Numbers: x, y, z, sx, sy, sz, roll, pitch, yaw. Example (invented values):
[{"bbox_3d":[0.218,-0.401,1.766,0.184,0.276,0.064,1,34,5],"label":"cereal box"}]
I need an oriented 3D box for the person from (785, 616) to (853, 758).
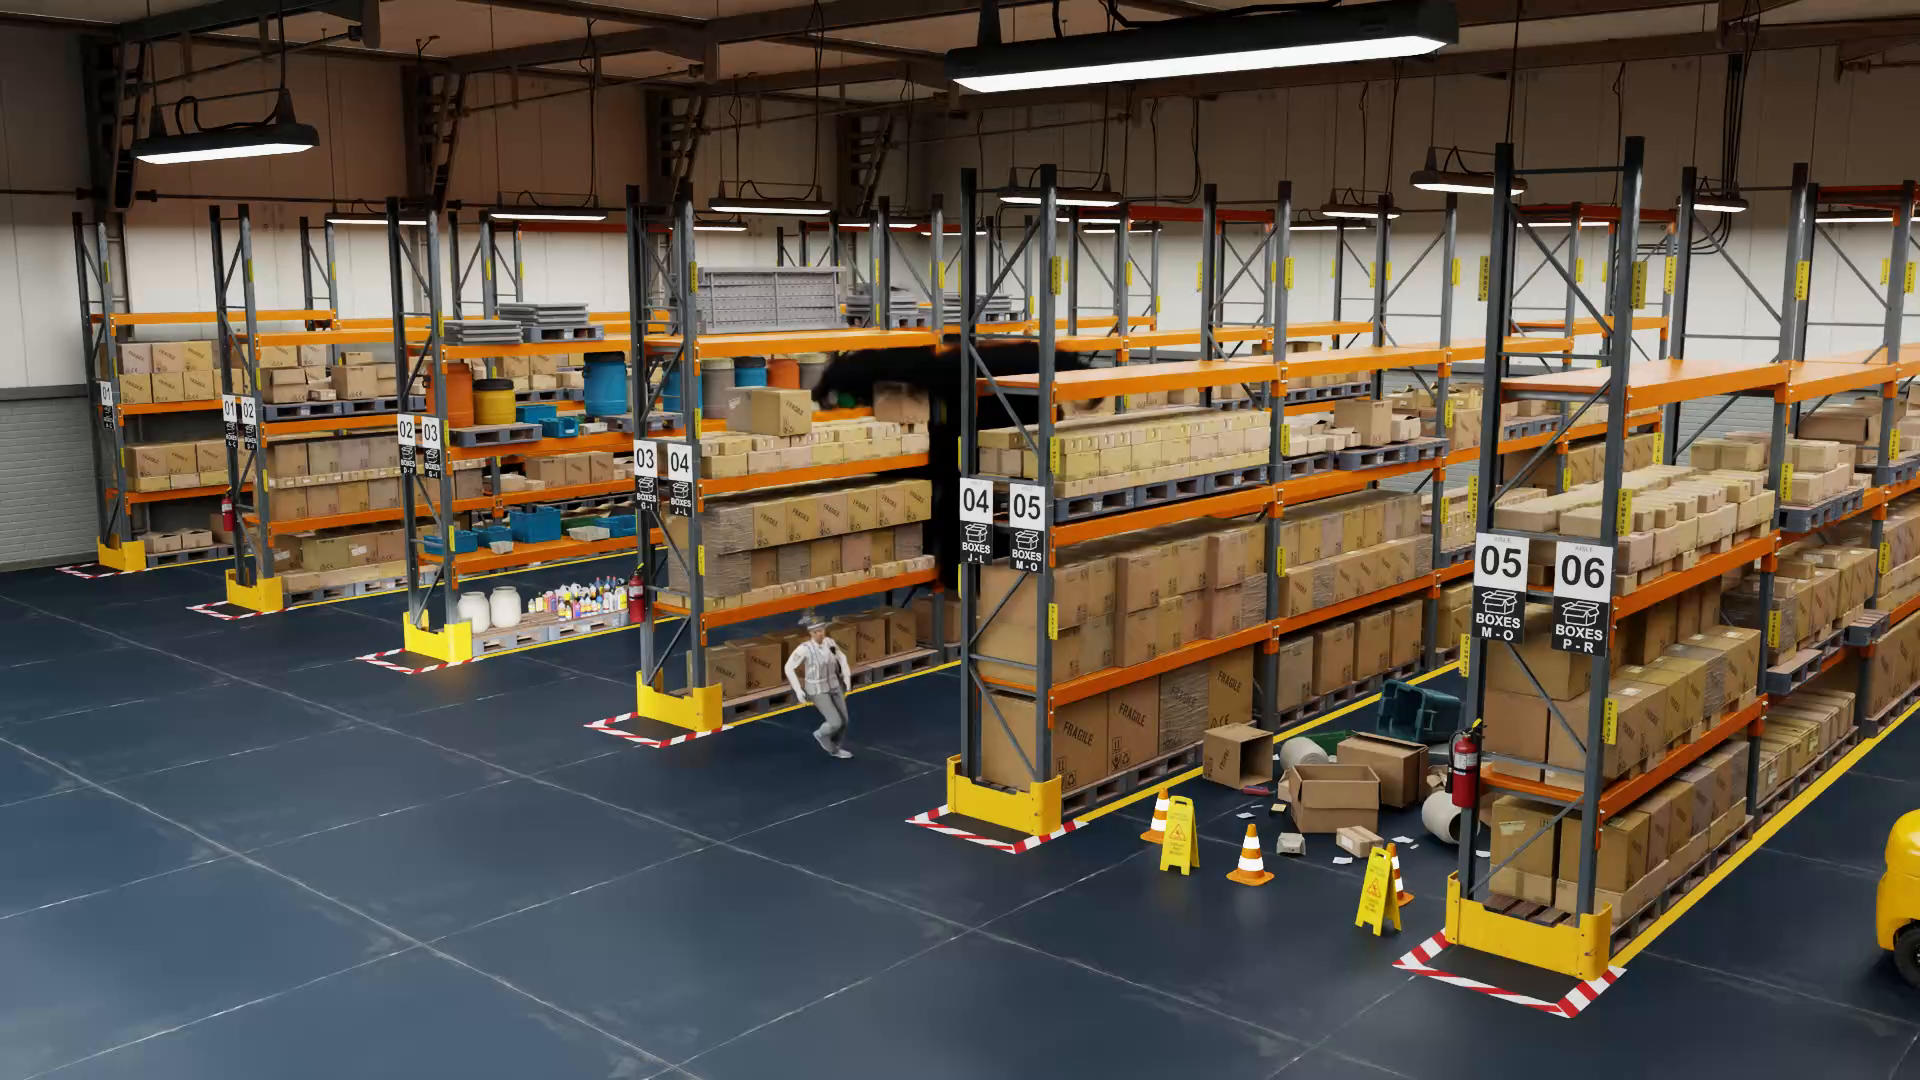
[{"bbox_3d":[-1.427,1.549,17.231,0.724,1.586,0.494,-8,12,-40],"label":"person"}]

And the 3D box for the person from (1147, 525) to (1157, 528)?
[{"bbox_3d":[2.517,0.623,21.569,0.469,1.656,0.791,6,11,33],"label":"person"}]

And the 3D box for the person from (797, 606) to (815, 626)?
[{"bbox_3d":[-2.147,0.317,23.029,0.678,1.728,0.629,7,11,34],"label":"person"}]
